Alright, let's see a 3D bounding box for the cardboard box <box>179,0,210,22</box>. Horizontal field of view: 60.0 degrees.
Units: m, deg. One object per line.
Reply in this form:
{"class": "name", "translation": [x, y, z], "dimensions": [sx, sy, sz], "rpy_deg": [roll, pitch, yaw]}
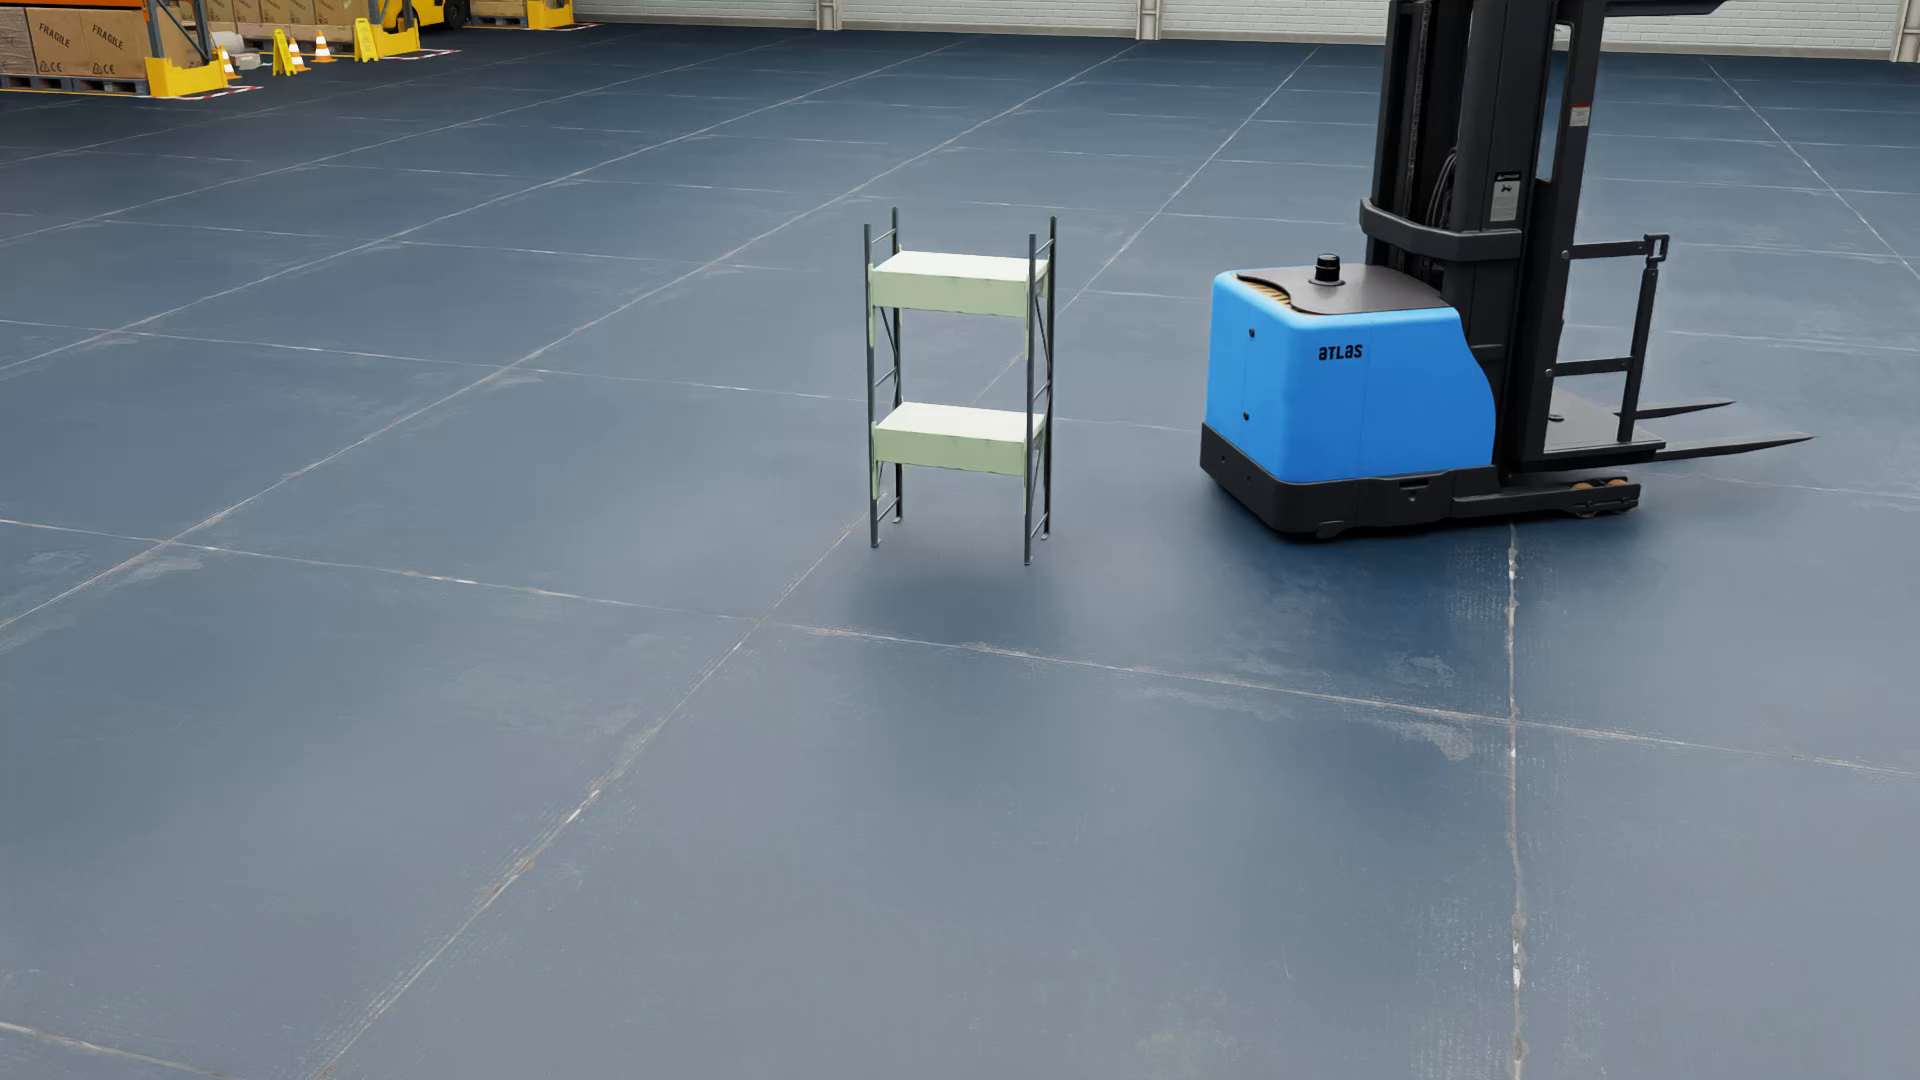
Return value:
{"class": "cardboard box", "translation": [-12.533, -8.865, 27.511], "dimensions": [0.500, 0.500, 0.500], "rpy_deg": [8, 24, 18]}

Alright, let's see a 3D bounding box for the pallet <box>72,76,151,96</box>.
{"class": "pallet", "translation": [-11.312, -6.280, 22.801], "dimensions": [1.213, 0.211, 1.003], "rpy_deg": [7, 23, 15]}

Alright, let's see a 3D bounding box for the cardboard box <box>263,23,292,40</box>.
{"class": "cardboard box", "translation": [-11.038, -8.348, 27.239], "dimensions": [0.500, 0.250, 0.500], "rpy_deg": [6, 23, 14]}

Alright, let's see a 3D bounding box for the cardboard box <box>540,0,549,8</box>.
{"class": "cardboard box", "translation": [-8.174, -10.171, 31.683], "dimensions": [0.500, 0.250, 0.500], "rpy_deg": [7, 23, 16]}

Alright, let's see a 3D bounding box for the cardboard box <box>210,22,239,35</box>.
{"class": "cardboard box", "translation": [-12.019, -8.464, 27.521], "dimensions": [0.500, 0.250, 0.500], "rpy_deg": [8, 24, 19]}

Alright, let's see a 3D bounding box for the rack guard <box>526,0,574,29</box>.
{"class": "rack guard", "translation": [-7.737, -9.965, 31.405], "dimensions": [0.348, 0.500, 1.175], "rpy_deg": [7, 23, 16]}

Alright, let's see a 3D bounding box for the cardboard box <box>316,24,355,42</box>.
{"class": "cardboard box", "translation": [-10.065, -8.236, 26.965], "dimensions": [0.500, 0.250, 0.500], "rpy_deg": [6, 23, 15]}

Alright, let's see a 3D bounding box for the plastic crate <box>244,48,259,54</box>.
{"class": "plastic crate", "translation": [-11.754, -7.938, 27.016], "dimensions": [0.583, 0.080, 0.402], "rpy_deg": [-1, 22, -3]}

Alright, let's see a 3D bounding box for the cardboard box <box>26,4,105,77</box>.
{"class": "cardboard box", "translation": [-12.035, -6.868, 22.807], "dimensions": [0.875, 0.875, 0.875], "rpy_deg": [6, 23, 15]}

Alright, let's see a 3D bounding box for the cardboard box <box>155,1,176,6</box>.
{"class": "cardboard box", "translation": [-15.886, -11.007, 33.392], "dimensions": [0.500, 0.500, 0.500], "rpy_deg": [7, 23, 17]}

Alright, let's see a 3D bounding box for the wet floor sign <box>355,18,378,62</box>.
{"class": "wet floor sign", "translation": [-9.318, -7.821, 25.987], "dimensions": [0.232, 0.644, 0.267], "rpy_deg": [16, 27, 34]}

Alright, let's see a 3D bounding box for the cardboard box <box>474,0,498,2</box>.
{"class": "cardboard box", "translation": [-8.793, -10.276, 31.281], "dimensions": [0.500, 0.250, 0.500], "rpy_deg": [6, 23, 15]}

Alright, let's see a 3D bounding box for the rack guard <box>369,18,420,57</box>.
{"class": "rack guard", "translation": [-9.263, -8.172, 27.034], "dimensions": [0.348, 0.500, 1.175], "rpy_deg": [7, 23, 16]}

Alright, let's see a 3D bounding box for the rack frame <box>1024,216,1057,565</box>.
{"class": "rack frame", "translation": [0.357, -0.653, 7.386], "dimensions": [0.023, 1.500, 0.400], "rpy_deg": [7, 23, 16]}

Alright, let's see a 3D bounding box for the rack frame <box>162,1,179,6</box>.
{"class": "rack frame", "translation": [-13.020, -9.759, 27.608], "dimensions": [0.127, 3.000, 1.000], "rpy_deg": [7, 23, 16]}

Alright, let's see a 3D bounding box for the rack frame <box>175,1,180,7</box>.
{"class": "rack frame", "translation": [-15.419, -12.001, 33.075], "dimensions": [0.127, 3.000, 1.000], "rpy_deg": [7, 23, 16]}

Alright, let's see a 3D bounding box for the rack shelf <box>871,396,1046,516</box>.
{"class": "rack shelf", "translation": [0.006, -0.392, 7.607], "dimensions": [0.720, 0.370, 0.431], "rpy_deg": [7, 23, 16]}

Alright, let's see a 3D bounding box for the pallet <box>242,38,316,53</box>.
{"class": "pallet", "translation": [-11.195, -8.275, 27.665], "dimensions": [1.213, 0.211, 1.003], "rpy_deg": [7, 23, 16]}

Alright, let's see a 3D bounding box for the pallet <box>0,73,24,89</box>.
{"class": "pallet", "translation": [-13.648, -6.547, 23.453], "dimensions": [1.213, 0.211, 1.003], "rpy_deg": [7, 23, 15]}

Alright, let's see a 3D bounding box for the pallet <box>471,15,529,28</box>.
{"class": "pallet", "translation": [-8.504, -9.903, 31.633], "dimensions": [1.213, 0.211, 1.003], "rpy_deg": [7, 23, 16]}

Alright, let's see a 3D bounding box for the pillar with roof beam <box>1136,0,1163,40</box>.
{"class": "pillar with roof beam", "translation": [2.079, -11.424, 23.763], "dimensions": [0.400, 9.000, 9.100], "rpy_deg": [7, 23, 16]}

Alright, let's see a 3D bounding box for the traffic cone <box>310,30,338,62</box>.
{"class": "traffic cone", "translation": [-9.975, -7.725, 25.993], "dimensions": [0.334, 0.463, 0.336], "rpy_deg": [7, 23, 16]}

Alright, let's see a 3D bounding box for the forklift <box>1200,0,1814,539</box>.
{"class": "forklift", "translation": [2.800, -1.650, 7.931], "dimensions": [3.031, 2.935, 1.130], "rpy_deg": [-6, 23, -14]}

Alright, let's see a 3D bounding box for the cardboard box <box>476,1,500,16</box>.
{"class": "cardboard box", "translation": [-8.775, -10.041, 31.366], "dimensions": [0.500, 0.250, 0.500], "rpy_deg": [7, 23, 15]}

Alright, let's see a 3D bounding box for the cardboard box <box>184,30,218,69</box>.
{"class": "cardboard box", "translation": [-11.603, -7.438, 25.240], "dimensions": [0.637, 0.503, 0.797], "rpy_deg": [-9, 24, -21]}

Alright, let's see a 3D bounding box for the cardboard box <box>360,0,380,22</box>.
{"class": "cardboard box", "translation": [-9.906, -8.781, 27.305], "dimensions": [0.500, 0.500, 0.500], "rpy_deg": [6, 23, 14]}

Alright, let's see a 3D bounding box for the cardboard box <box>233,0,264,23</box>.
{"class": "cardboard box", "translation": [-11.521, -8.753, 27.238], "dimensions": [0.500, 0.500, 0.500], "rpy_deg": [8, 24, 18]}

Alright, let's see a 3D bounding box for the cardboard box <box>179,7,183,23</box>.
{"class": "cardboard box", "translation": [-13.523, -8.794, 28.165], "dimensions": [0.625, 0.372, 0.950], "rpy_deg": [7, 23, 16]}

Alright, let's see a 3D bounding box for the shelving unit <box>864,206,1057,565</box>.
{"class": "shelving unit", "translation": [0.006, -0.693, 7.484], "dimensions": [0.755, 1.500, 0.431], "rpy_deg": [7, 23, 16]}

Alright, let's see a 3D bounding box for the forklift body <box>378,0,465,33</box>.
{"class": "forklift body", "translation": [-10.103, -10.276, 29.989], "dimensions": [1.214, 2.155, 2.313], "rpy_deg": [7, 23, 16]}

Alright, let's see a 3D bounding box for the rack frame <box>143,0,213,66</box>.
{"class": "rack frame", "translation": [-10.523, -7.511, 22.128], "dimensions": [0.127, 3.000, 1.000], "rpy_deg": [7, 23, 16]}

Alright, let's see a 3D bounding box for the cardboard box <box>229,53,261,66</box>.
{"class": "cardboard box", "translation": [-11.028, -7.411, 25.641], "dimensions": [0.380, 0.149, 0.250], "rpy_deg": [-20, 29, -39]}

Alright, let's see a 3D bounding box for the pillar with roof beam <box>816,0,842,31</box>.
{"class": "pillar with roof beam", "translation": [-3.666, -12.082, 25.366], "dimensions": [0.400, 9.000, 9.100], "rpy_deg": [7, 23, 16]}

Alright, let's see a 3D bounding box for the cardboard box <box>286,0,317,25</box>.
{"class": "cardboard box", "translation": [-10.533, -8.638, 26.959], "dimensions": [0.500, 0.500, 0.500], "rpy_deg": [7, 23, 17]}
